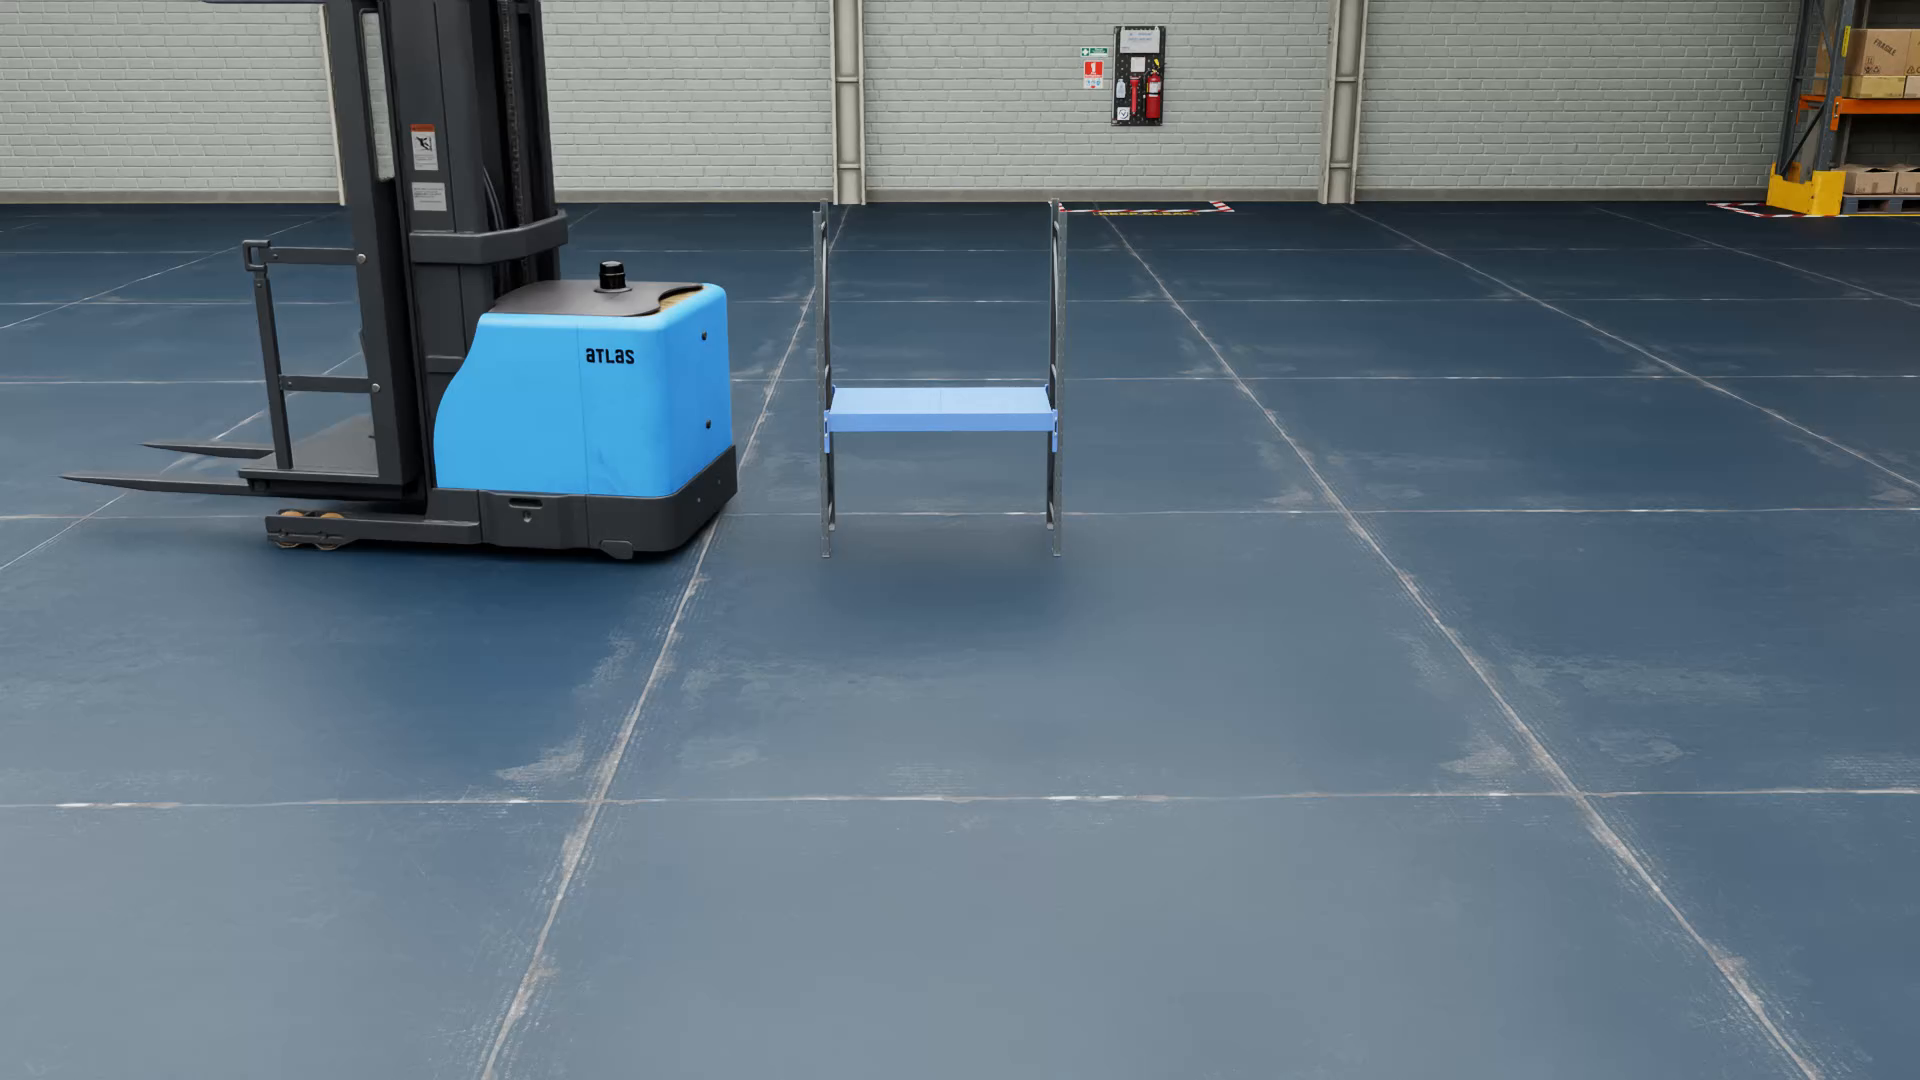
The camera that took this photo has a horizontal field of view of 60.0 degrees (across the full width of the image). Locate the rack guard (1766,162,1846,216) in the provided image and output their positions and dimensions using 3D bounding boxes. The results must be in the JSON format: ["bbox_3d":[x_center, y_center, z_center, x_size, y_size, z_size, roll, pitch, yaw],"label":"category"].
[{"bbox_3d":[10.036,-4.177,19.749,0.348,0.500,1.175,0,18,-1],"label":"rack guard"}]

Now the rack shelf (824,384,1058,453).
[{"bbox_3d":[-0.085,-0.542,7.372,1.000,0.185,0.538,0,18,-1],"label":"rack shelf"}]

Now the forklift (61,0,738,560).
[{"bbox_3d":[-2.640,-1.504,7.437,3.031,2.935,1.130,3,18,9],"label":"forklift"}]

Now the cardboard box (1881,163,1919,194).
[{"bbox_3d":[11.223,-4.274,19.643,0.500,0.311,0.500,1,18,4],"label":"cardboard box"}]

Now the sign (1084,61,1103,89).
[{"bbox_3d":[1.621,-5.651,20.194,0.234,0.329,0.001,0,18,-1],"label":"sign"}]

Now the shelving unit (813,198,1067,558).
[{"bbox_3d":[-0.085,-0.714,7.317,1.048,1.500,0.538,0,18,-1],"label":"shelving unit"}]

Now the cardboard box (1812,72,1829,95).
[{"bbox_3d":[10.424,-5.366,19.578,0.500,0.250,0.500,0,18,0],"label":"cardboard box"}]

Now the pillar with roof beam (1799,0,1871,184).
[{"bbox_3d":[10.714,-7.176,15.185,0.400,9.000,9.100,0,18,-1],"label":"pillar with roof beam"}]

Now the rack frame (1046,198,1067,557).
[{"bbox_3d":[0.423,-0.716,7.325,0.032,1.500,0.500,0,18,-1],"label":"rack frame"}]

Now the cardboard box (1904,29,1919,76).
[{"bbox_3d":[10.936,-5.572,18.991,0.500,0.500,0.500,0,18,-1],"label":"cardboard box"}]

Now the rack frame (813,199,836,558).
[{"bbox_3d":[-0.594,-0.711,7.310,0.032,1.500,0.500,0,18,-1],"label":"rack frame"}]

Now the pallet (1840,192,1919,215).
[{"bbox_3d":[10.849,-4.032,19.772,1.213,0.211,1.003,0,18,-1],"label":"pallet"}]

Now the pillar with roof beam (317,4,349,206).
[{"bbox_3d":[-7.284,-7.089,14.915,0.400,9.000,9.100,0,18,-1],"label":"pillar with roof beam"}]

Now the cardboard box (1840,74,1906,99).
[{"bbox_3d":[10.453,-5.210,19.091,0.500,0.250,0.500,-1,18,-2],"label":"cardboard box"}]

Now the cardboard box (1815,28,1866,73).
[{"bbox_3d":[10.428,-5.729,19.481,0.500,0.500,0.500,0,18,-1],"label":"cardboard box"}]

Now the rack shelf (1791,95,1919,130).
[{"bbox_3d":[11.960,-5.034,19.506,4.000,0.370,1.077,0,18,-1],"label":"rack shelf"}]

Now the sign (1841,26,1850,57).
[{"bbox_3d":[9.969,-5.613,18.717,0.005,0.325,0.100,0,18,-1],"label":"sign"}]

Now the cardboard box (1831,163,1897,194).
[{"bbox_3d":[10.653,-4.272,19.634,0.500,0.311,0.500,-2,18,-7],"label":"cardboard box"}]

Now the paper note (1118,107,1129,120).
[{"bbox_3d":[1.997,-5.206,20.307,0.142,0.148,0.016,0,18,-1],"label":"paper note"}]

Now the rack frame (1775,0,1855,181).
[{"bbox_3d":[9.960,-5.367,19.366,0.127,3.000,1.000,0,18,-1],"label":"rack frame"}]

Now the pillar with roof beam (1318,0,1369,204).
[{"bbox_3d":[4.715,-7.147,15.095,0.400,9.000,9.100,0,18,-1],"label":"pillar with roof beam"}]

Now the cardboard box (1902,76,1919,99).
[{"bbox_3d":[10.972,-5.217,19.113,0.500,0.250,0.500,-1,18,-3],"label":"cardboard box"}]

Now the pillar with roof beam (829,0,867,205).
[{"bbox_3d":[-1.284,-7.118,15.005,0.400,9.000,9.100,0,18,-1],"label":"pillar with roof beam"}]

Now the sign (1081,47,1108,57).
[{"bbox_3d":[1.626,-5.900,20.104,0.331,0.109,0.001,0,18,-1],"label":"sign"}]

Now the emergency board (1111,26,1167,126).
[{"bbox_3d":[2.175,-5.605,20.109,0.643,1.169,0.194,0,18,-1],"label":"emergency board"}]

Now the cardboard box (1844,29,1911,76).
[{"bbox_3d":[10.442,-5.572,18.993,0.500,0.500,0.500,0,18,-1],"label":"cardboard box"}]
